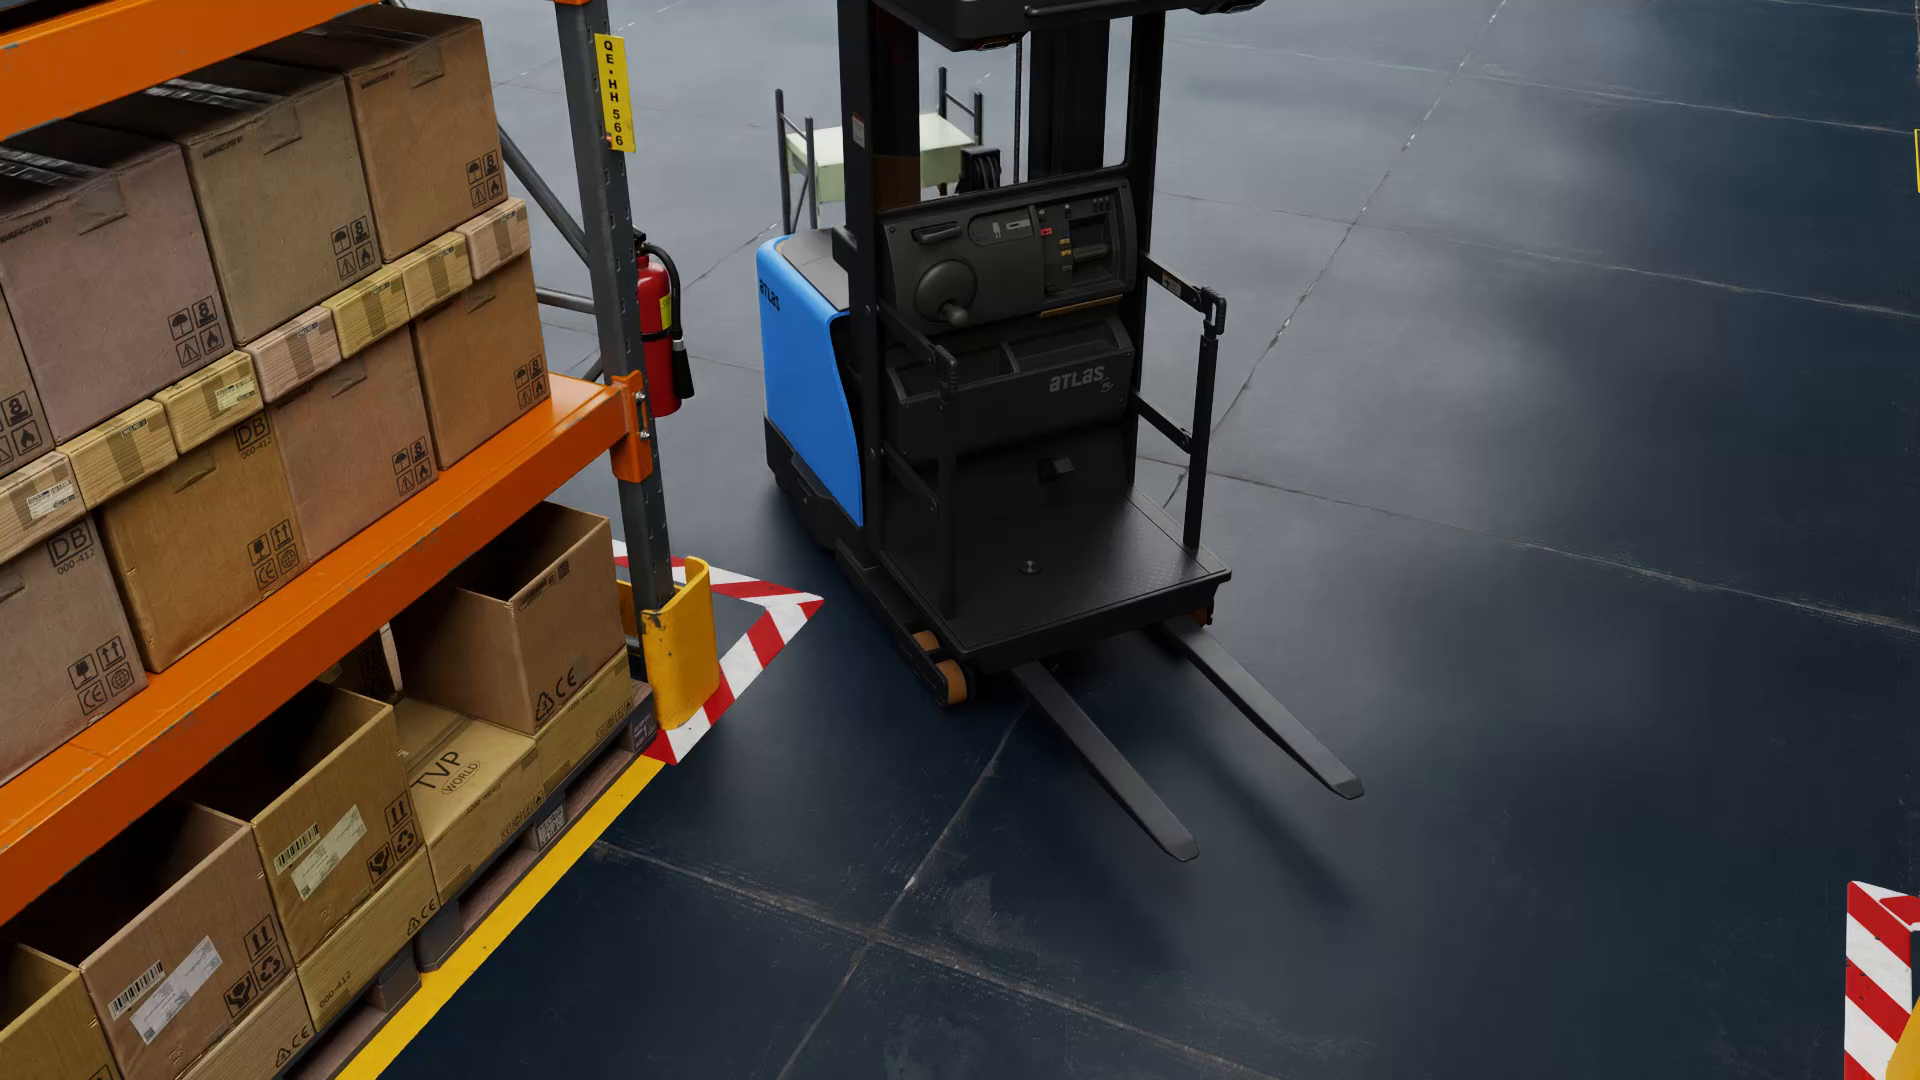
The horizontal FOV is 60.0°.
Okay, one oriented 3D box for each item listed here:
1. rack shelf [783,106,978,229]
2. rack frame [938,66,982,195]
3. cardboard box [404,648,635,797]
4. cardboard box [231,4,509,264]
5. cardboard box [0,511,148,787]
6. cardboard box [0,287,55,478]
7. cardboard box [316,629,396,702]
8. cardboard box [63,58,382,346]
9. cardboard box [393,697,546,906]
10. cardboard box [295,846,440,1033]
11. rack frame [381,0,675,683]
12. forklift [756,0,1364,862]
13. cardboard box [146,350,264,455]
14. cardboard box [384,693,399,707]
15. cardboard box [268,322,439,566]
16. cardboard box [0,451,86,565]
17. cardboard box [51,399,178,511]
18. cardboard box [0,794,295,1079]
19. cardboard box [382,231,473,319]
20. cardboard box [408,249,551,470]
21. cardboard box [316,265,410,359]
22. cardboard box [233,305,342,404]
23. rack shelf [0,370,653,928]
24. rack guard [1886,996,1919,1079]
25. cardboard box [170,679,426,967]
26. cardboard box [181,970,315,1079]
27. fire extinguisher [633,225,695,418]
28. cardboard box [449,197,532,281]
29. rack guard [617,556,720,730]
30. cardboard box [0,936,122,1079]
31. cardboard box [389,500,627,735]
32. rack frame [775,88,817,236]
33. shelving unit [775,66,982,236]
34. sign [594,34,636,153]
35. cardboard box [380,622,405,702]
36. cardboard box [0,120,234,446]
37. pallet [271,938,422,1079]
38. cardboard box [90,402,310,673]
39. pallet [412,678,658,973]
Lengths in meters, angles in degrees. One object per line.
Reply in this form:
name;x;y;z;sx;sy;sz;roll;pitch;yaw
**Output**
rack shelf;-0.337;-1.542;7.023;0.720;0.370;0.431;-14;36;-20
rack frame;-0.003;-1.298;7.362;0.023;1.500;0.400;-14;36;-20
cardboard box;-1.407;0.517;5.351;0.500;0.250;0.500;14;36;20
cardboard box;-1.680;-1.121;4.450;0.700;0.500;0.500;14;36;21
cardboard box;-2.303;0.167;3.669;0.700;0.500;0.500;15;36;22
cardboard box;-2.315;-0.357;3.285;0.700;0.500;0.500;14;36;21
cardboard box;-2.085;0.334;4.946;0.500;0.500;0.500;14;36;20
cardboard box;-1.895;-0.858;4.048;0.700;0.500;0.500;13;36;19
cardboard box;-1.605;0.768;4.967;0.500;0.250;0.500;14;36;20
cardboard box;-1.813;1.018;4.587;0.500;0.250;0.500;14;36;20
rack frame;-1.451;-0.793;5.223;1.000;3.000;0.127;14;36;20
forklift;0.281;-0.916;5.474;1.130;2.935;3.031;-15;36;-22
cardboard box;-1.870;-0.358;3.878;0.380;0.149;0.250;15;36;22
cardboard box;-2.083;0.648;5.151;0.500;0.250;0.500;14;36;20
cardboard box;-1.873;-0.342;4.445;0.700;0.500;0.500;15;36;22
cardboard box;-2.085;-0.099;3.482;0.380;0.149;0.250;14;36;20
cardboard box;-1.978;-0.226;3.677;0.380;0.149;0.250;15;36;22
cardboard box;-2.020;0.954;4.001;0.500;0.500;0.500;14;36;20
cardboard box;-1.546;-0.741;4.462;0.380;0.149;0.250;15;36;22
cardboard box;-1.658;-0.605;4.846;0.700;0.500;0.500;14;36;20
cardboard box;-1.653;-0.614;4.267;0.380;0.149;0.250;14;36;20
cardboard box;-1.760;-0.489;4.077;0.380;0.149;0.250;15;36;21
rack shelf;-2.288;0.504;3.901;1.077;0.370;4.000;14;36;20
rack guard;3.018;1.425;4.121;1.175;0.500;0.348;14;36;20
cardboard box;-1.810;0.705;4.380;0.500;0.500;0.500;14;36;20
cardboard box;-2.024;1.266;4.208;0.500;0.250;0.500;14;36;20
fire extinguisher;-0.980;-0.712;5.172;0.296;0.674;0.183;14;36;20
cardboard box;-1.438;-0.872;4.661;0.380;0.149;0.250;14;36;20
rack guard;-1.441;0.241;5.927;1.175;0.500;0.348;14;36;20
cardboard box;-2.228;1.203;3.620;0.500;0.500;0.500;14;36;20
cardboard box;-1.405;0.203;5.145;0.500;0.500;0.500;14;36;20
rack frame;-0.671;-1.134;7.111;0.023;1.500;0.400;-14;36;-20
shelving unit;-0.337;-1.216;7.237;0.755;1.500;0.431;-14;36;-20
sign;-0.964;-1.244;4.640;0.100;0.325;0.005;14;36;20
cardboard box;-1.877;0.398;5.532;0.500;0.250;0.500;14;36;20
cardboard box;-2.105;-0.607;3.665;0.700;0.500;0.500;14;36;21
pallet;-2.245;1.369;4.469;1.003;0.211;1.213;14;36;20
cardboard box;-2.086;-0.096;4.070;0.700;0.500;0.500;14;36;21
pallet;-1.733;0.764;5.392;1.003;0.211;1.213;14;36;20
